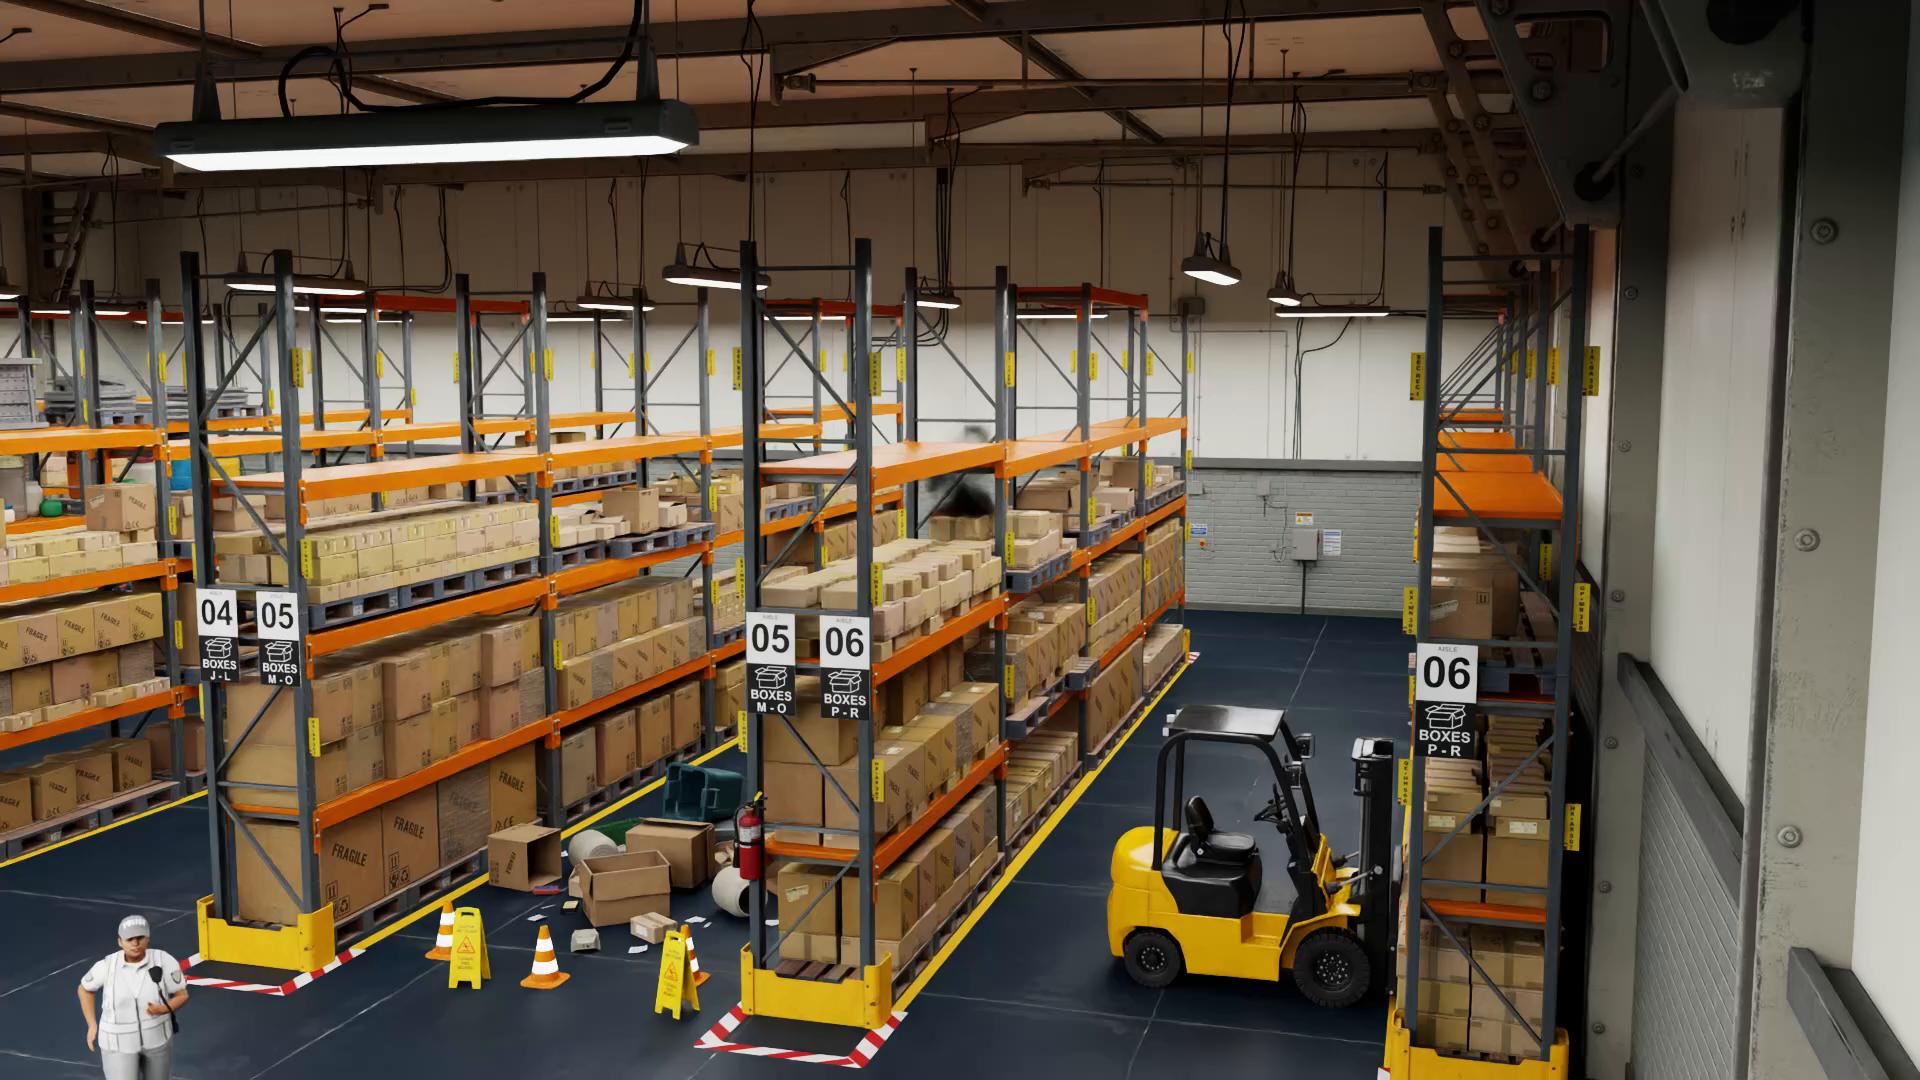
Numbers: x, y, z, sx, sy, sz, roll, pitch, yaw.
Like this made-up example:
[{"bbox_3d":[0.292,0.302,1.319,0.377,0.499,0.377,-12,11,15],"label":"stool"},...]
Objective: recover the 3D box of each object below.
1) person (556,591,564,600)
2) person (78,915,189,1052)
[{"bbox_3d":[-6.066,1.491,25.086,0.504,1.496,0.725,1,7,10],"label":"person"},{"bbox_3d":[-5.105,2.740,10.304,0.580,0.823,0.630,-5,8,-35],"label":"person"}]
